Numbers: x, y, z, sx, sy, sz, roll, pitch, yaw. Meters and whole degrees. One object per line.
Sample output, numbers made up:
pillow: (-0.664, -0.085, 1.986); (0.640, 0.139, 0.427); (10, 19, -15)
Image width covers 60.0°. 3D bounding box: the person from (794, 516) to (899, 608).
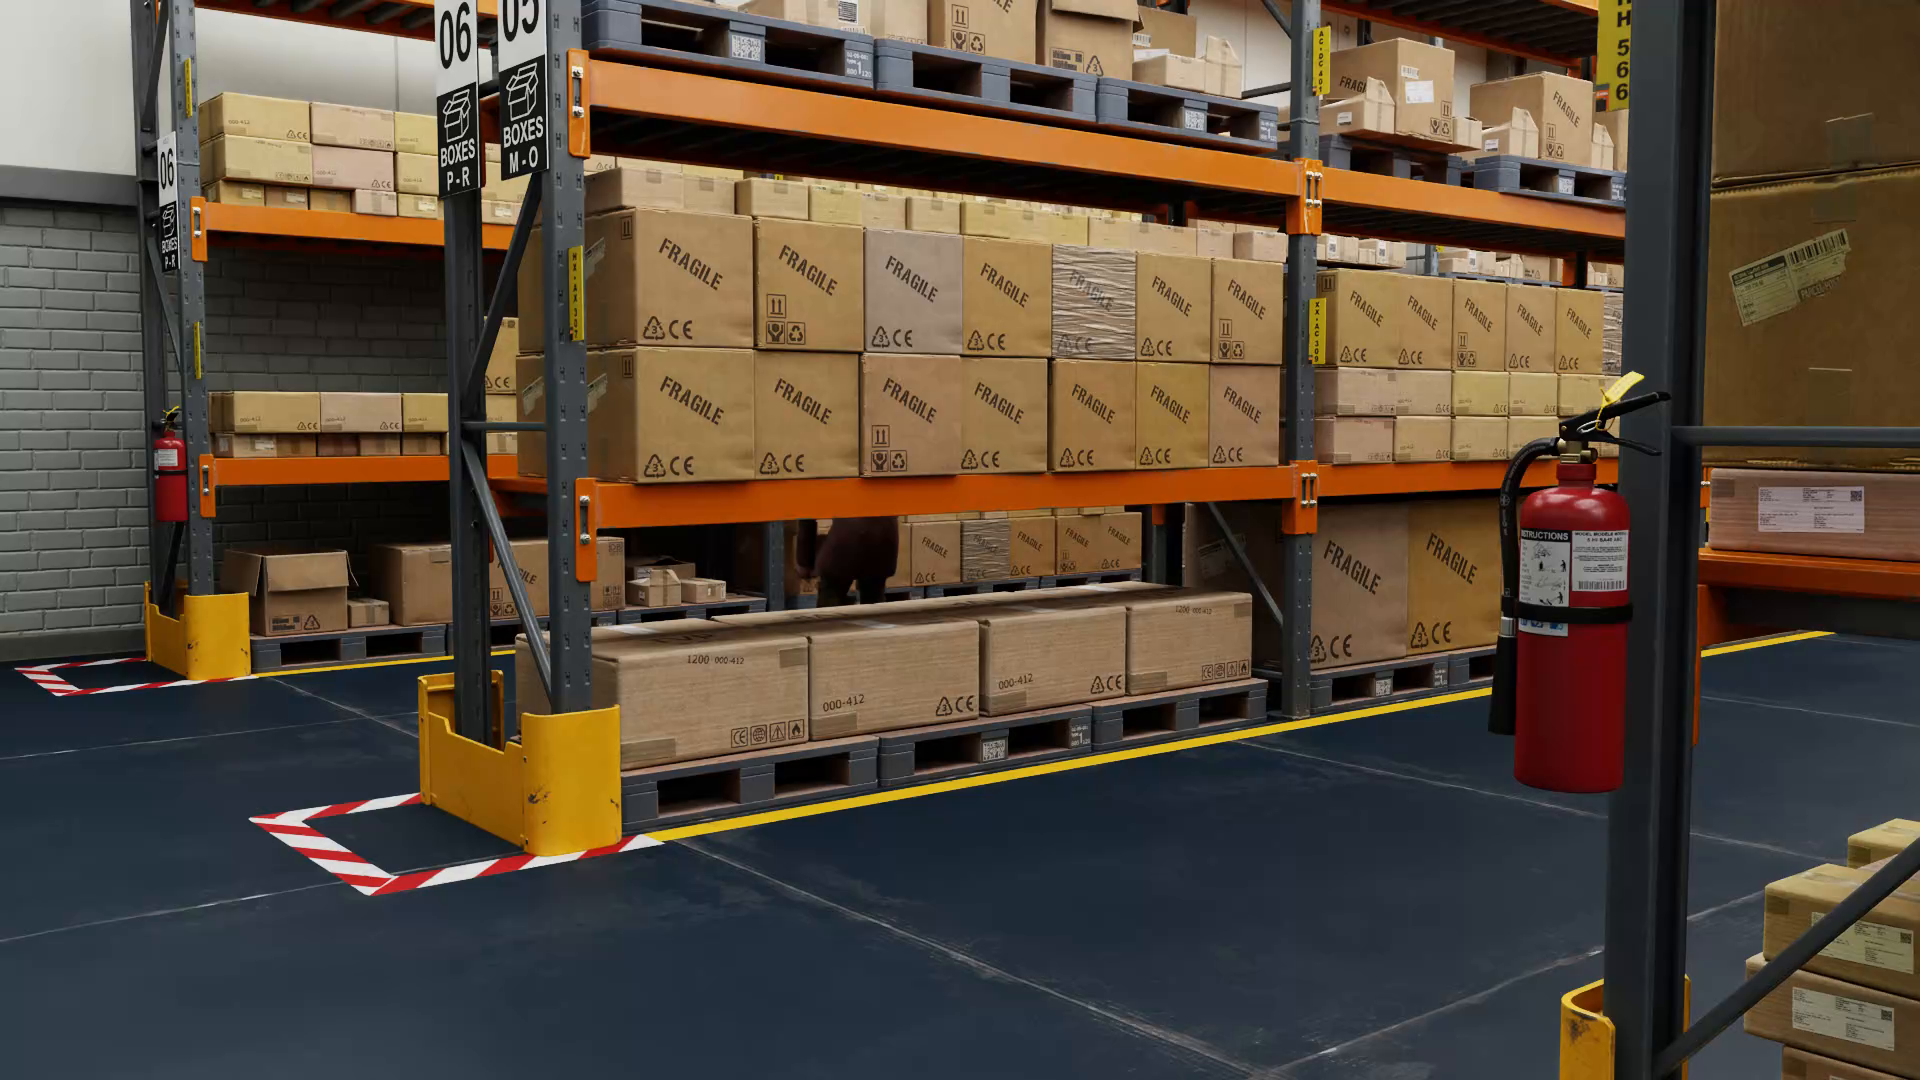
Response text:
person: (-0.705, 0.065, 9.916); (0.554, 1.510, 0.805); (-4, 5, -40)
